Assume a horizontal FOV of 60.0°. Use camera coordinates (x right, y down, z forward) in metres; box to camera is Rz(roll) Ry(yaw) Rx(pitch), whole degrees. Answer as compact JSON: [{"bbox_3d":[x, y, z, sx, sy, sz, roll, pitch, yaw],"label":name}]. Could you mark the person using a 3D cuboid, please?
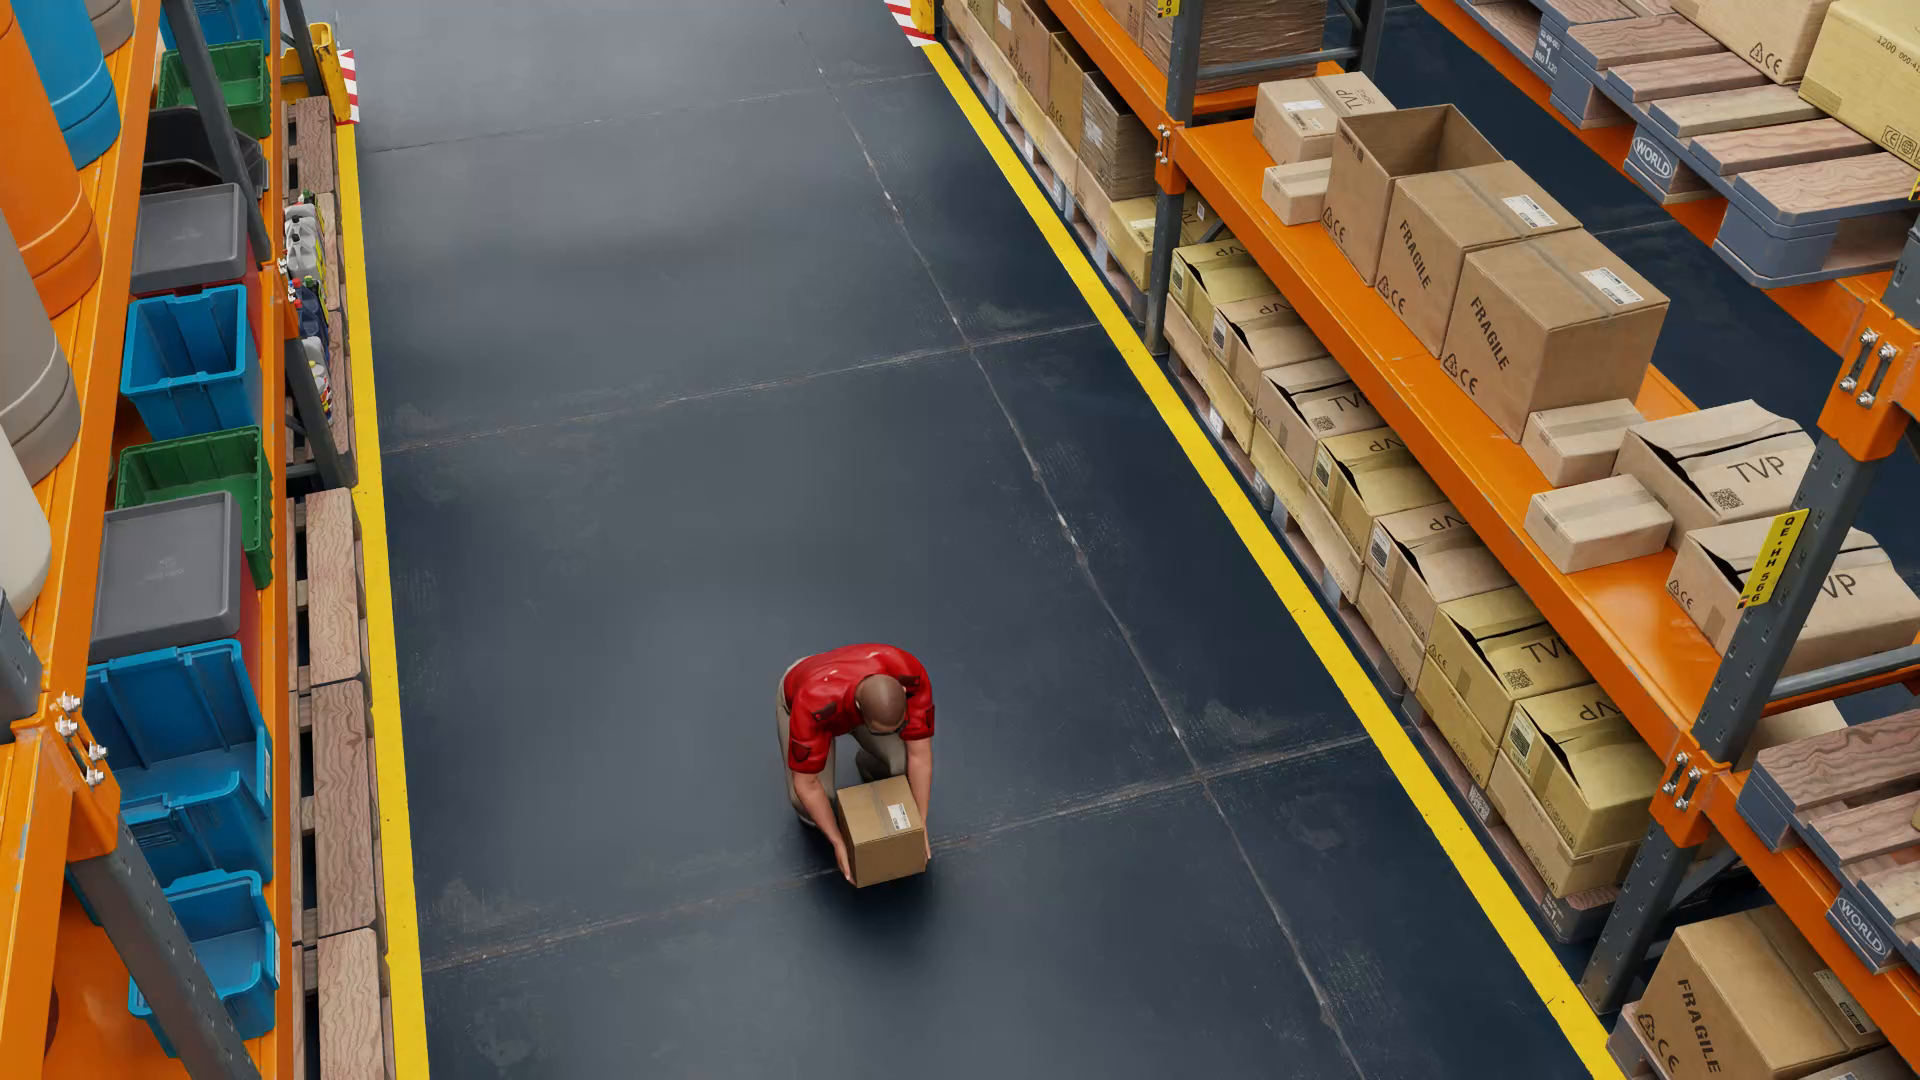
[{"bbox_3d":[-0.379,0.692,5.976,0.548,0.978,0.863,-12,43,-13],"label":"person"}]
